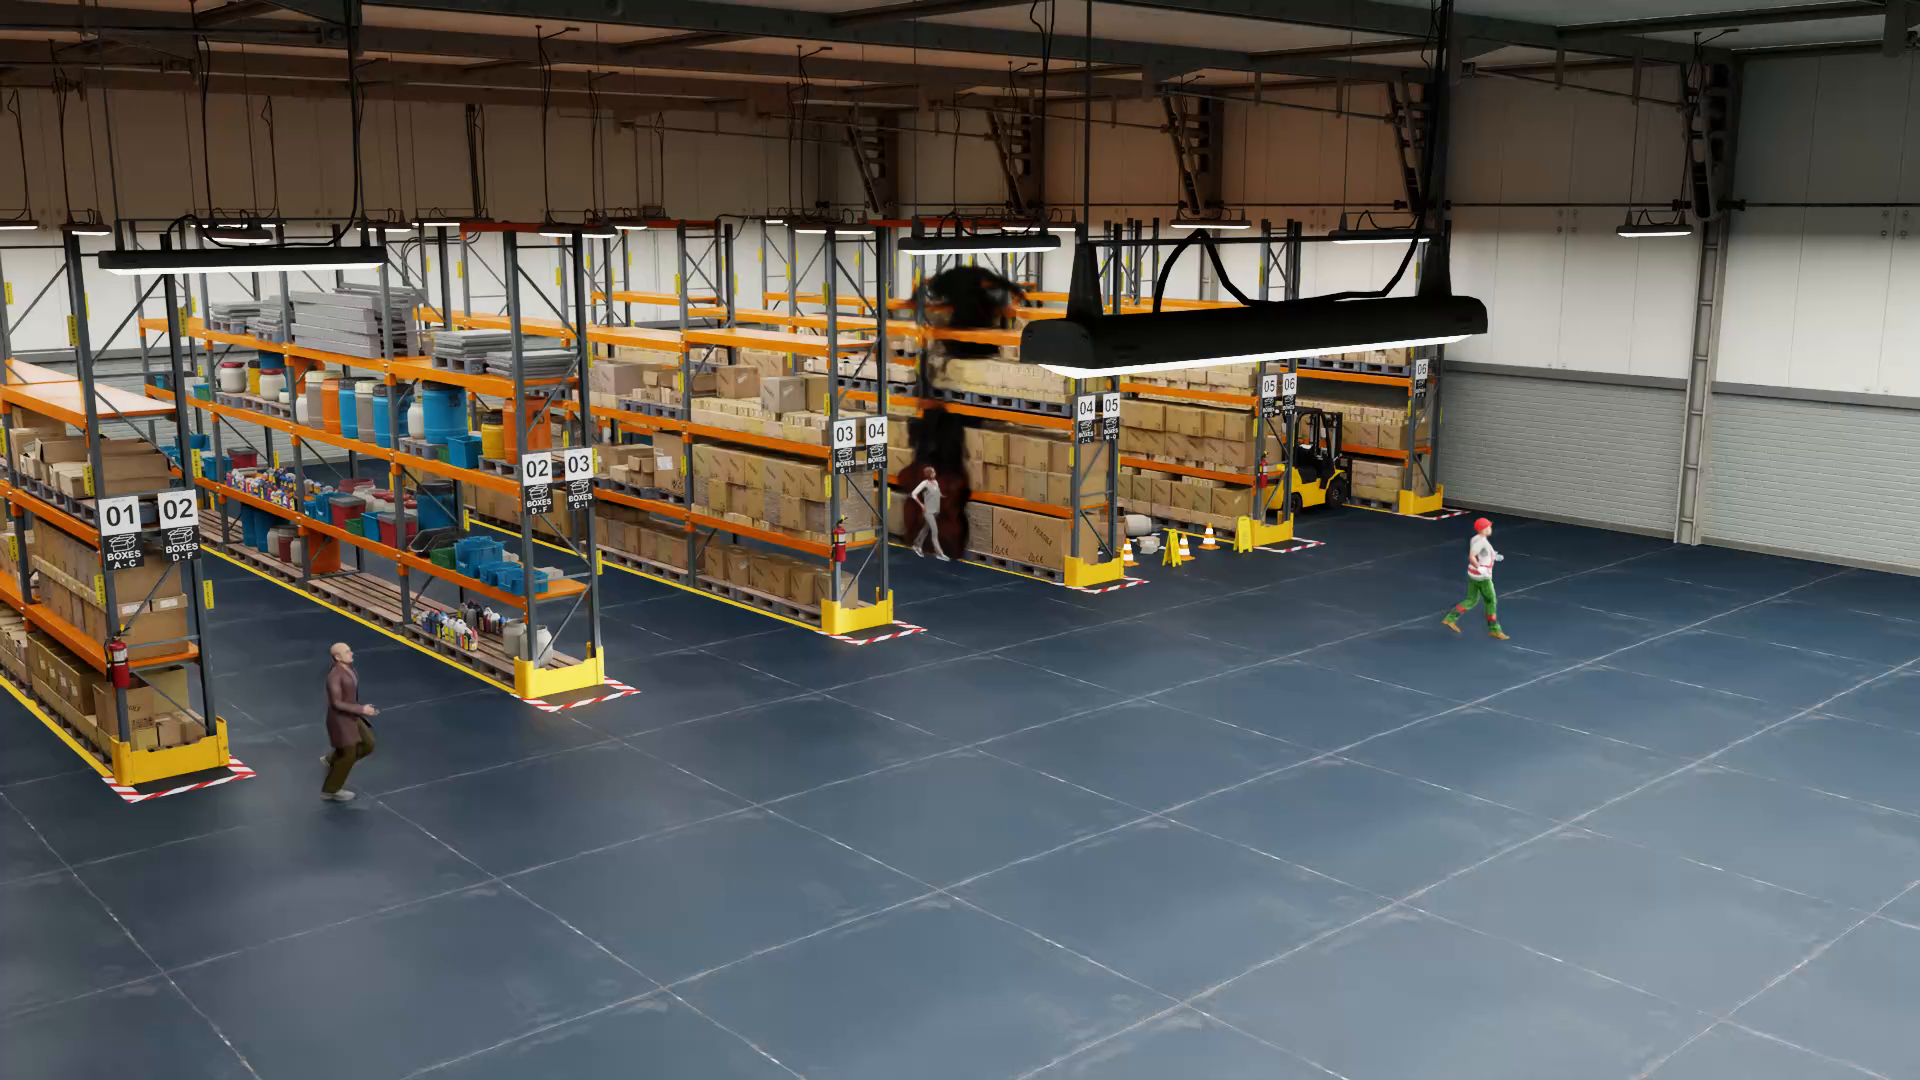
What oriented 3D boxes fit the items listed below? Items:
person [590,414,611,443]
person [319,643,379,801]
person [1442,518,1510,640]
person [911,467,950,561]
[{"bbox_3d":[-8.884,-2.865,41.537,0.629,1.780,0.981,5,13,24],"label":"person"},{"bbox_3d":[-6.585,1.937,17.917,0.694,1.739,0.740,-1,11,-5],"label":"person"},{"bbox_3d":[7.631,0.566,24.457,0.979,1.807,0.651,0,11,-1],"label":"person"},{"bbox_3d":[-0.503,-0.461,28.577,0.830,1.614,0.538,7,14,32],"label":"person"}]
